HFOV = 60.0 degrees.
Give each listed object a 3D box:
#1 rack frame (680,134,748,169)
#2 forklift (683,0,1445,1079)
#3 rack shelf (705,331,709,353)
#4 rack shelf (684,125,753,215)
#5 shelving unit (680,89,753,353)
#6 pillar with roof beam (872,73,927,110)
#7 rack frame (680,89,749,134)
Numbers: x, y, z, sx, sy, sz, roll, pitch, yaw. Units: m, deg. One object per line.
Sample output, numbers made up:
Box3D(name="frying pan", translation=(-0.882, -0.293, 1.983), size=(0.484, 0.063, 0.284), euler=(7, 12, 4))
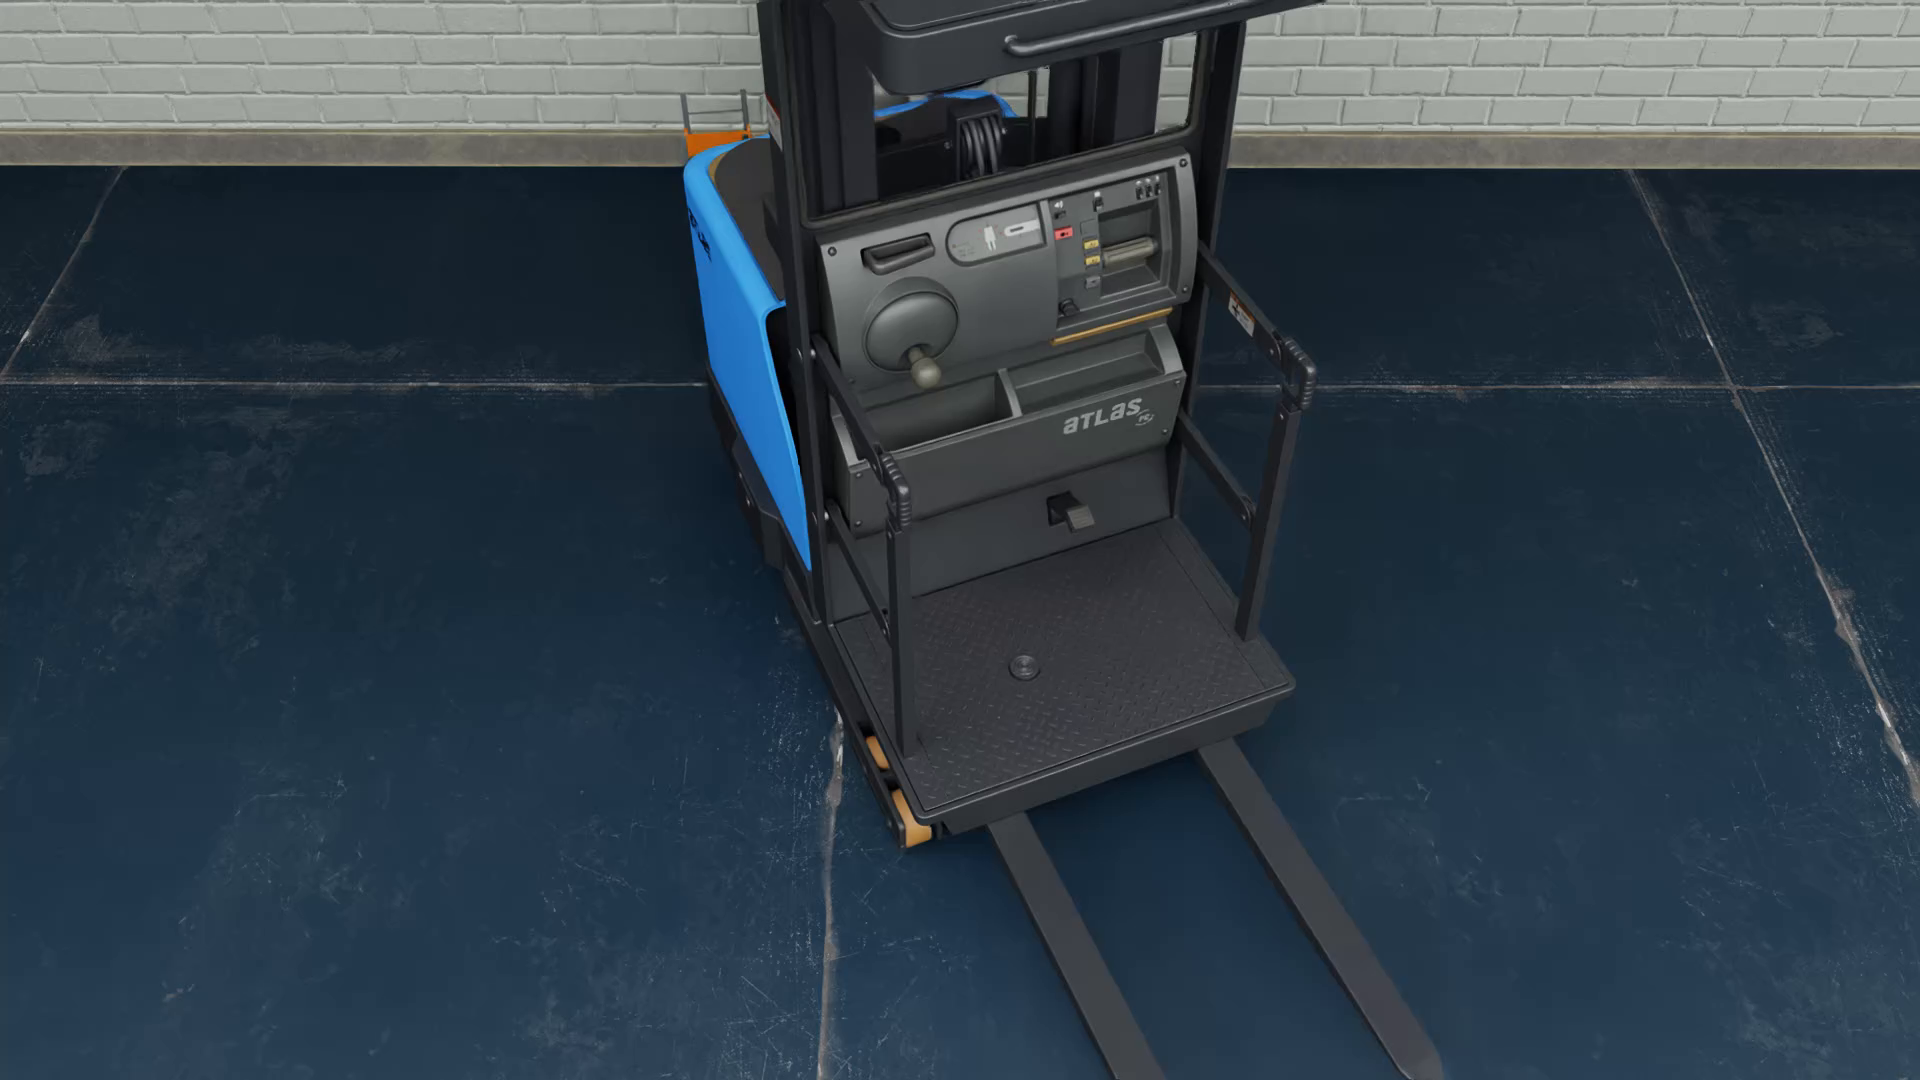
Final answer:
Box3D(name="rack frame", translation=(-0.730, -0.838, 5.312), size=(0.200, 1.050, 0.008), euler=(-5, 47, -5))
Box3D(name="forklift", translation=(0.215, -0.536, 3.746), size=(1.130, 2.935, 3.031), euler=(-17, 49, -15))
Box3D(name="rack shelf", translation=(-0.744, -0.730, 5.606), size=(0.215, 0.259, 0.240), euler=(-5, 47, -5))
Box3D(name="rack shelf", translation=(-0.743, -1.113, 5.195), size=(0.215, 0.259, 0.240), euler=(-5, 47, -5))
Box3D(name="shelving unit", translation=(-0.744, -0.926, 5.395), size=(0.215, 1.050, 0.252), euler=(-5, 47, -5))
Box3D(name="pillar with roof beam", translation=(-0.344, -1.317, 0.328), size=(0.400, 9.000, 9.100), euler=(0, 47, 0))
Box3D(name="rack frame", translation=(-0.758, -1.015, 5.477), size=(0.200, 1.050, 0.008), euler=(-5, 47, -5))
